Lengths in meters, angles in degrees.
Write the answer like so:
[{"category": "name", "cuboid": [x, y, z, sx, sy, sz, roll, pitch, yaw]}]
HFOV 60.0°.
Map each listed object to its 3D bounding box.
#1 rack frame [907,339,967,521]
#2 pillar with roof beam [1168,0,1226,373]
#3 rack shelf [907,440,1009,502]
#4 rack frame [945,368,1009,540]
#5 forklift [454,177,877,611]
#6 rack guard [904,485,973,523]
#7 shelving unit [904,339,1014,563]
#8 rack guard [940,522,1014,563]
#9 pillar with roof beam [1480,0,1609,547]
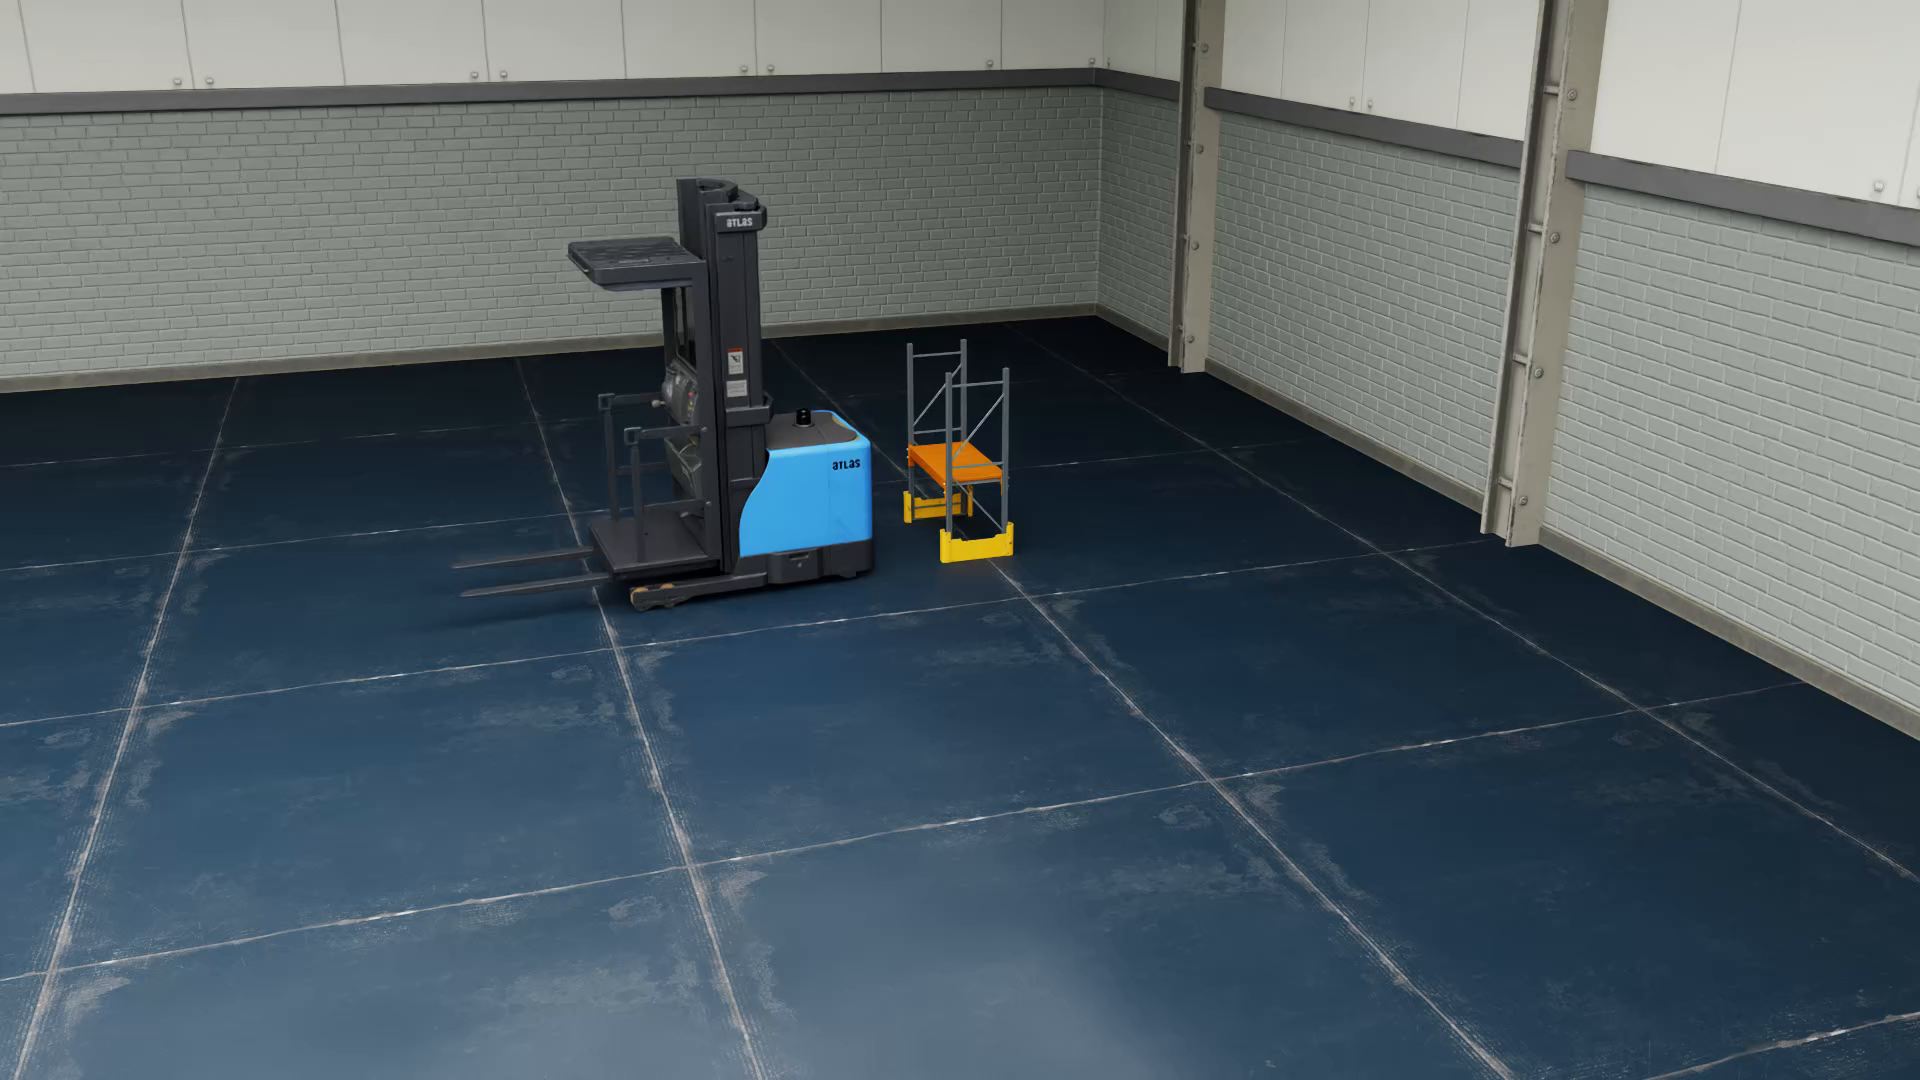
[{"category": "rack frame", "cuboid": [-0.187, -0.896, 13.693, 0.500, 1.500, 0.032, -6, 21, -17]}, {"category": "pillar with roof beam", "cuboid": [-1.512, -5.726, 16.045, 9.100, 9.000, 0.400, -6, 21, -17]}, {"category": "rack shelf", "cuboid": [-0.027, -0.564, 13.300, 0.538, 0.185, 1.000, -6, 21, -17]}, {"category": "rack frame", "cuboid": [0.133, -0.570, 12.785, 0.500, 1.500, 0.032, -6, 21, -17]}, {"category": "forklift", "cuboid": [-2.200, -1.072, 12.066, 3.031, 2.935, 1.130, -8, 21, -21]}, {"category": "rack guard", "cuboid": [-0.180, -0.302, 13.887, 0.587, 0.250, 0.087, -6, 21, -17]}, {"category": "shelving unit", "cuboid": [-0.024, -0.730, 13.231, 0.587, 1.500, 1.083, -6, 21, -17]}, {"category": "rack guard", "cuboid": [0.133, 0.018, 12.997, 0.587, 0.250, 0.087, -6, 21, -17]}, {"category": "pillar with roof beam", "cuboid": [0.374, -3.800, 10.684, 9.100, 9.000, 0.400, -6, 21, -17]}]
